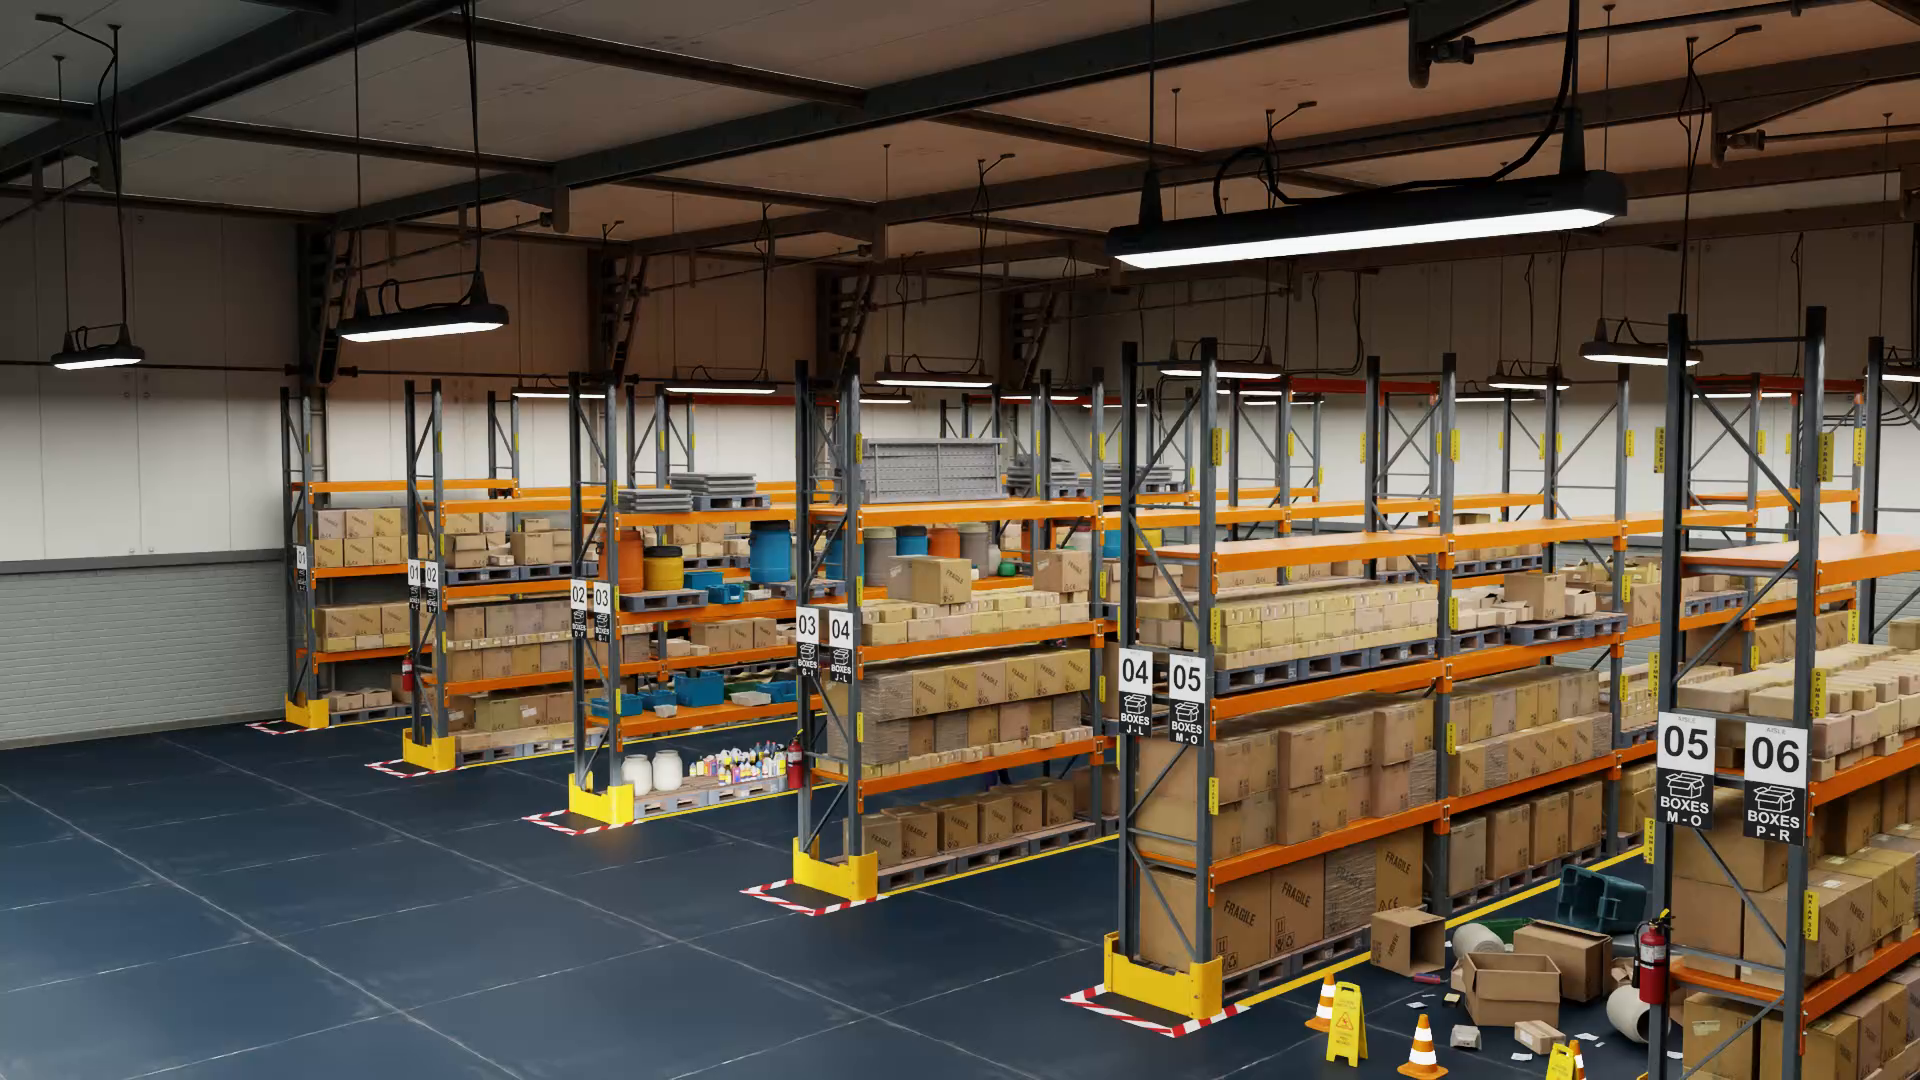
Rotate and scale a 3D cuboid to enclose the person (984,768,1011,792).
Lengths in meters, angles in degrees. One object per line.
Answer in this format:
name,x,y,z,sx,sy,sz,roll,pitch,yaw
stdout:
person,0.475,2.878,23.148,0.389,1.645,0.583,3,5,43
